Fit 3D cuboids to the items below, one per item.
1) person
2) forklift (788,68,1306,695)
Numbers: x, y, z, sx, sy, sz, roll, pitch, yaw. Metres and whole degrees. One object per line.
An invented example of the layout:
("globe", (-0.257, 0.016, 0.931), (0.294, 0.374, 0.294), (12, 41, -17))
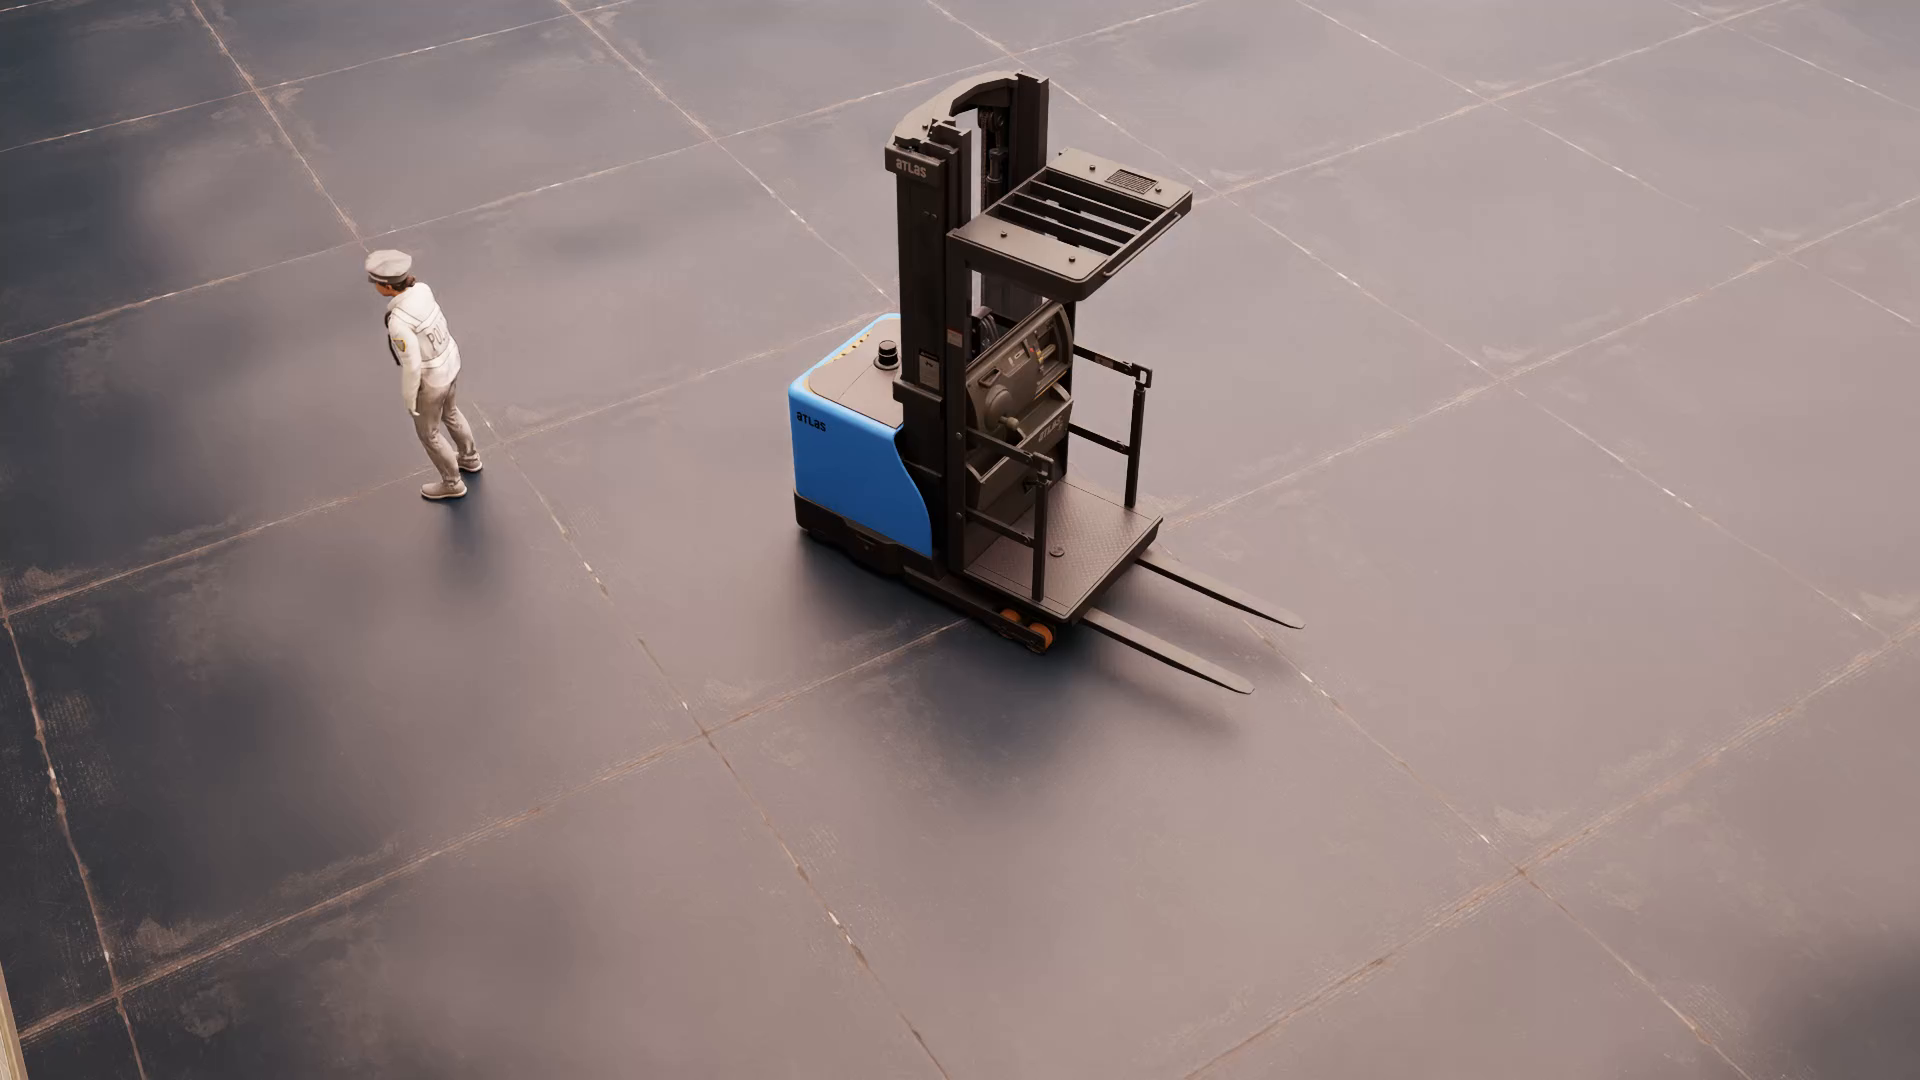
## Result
("person", (-3.190, -0.980, 9.955), (0.373, 1.665, 0.547), (5, 41, 6))
("forklift", (0.496, -0.872, 8.869), (3.031, 2.935, 1.130), (25, 47, 26))
